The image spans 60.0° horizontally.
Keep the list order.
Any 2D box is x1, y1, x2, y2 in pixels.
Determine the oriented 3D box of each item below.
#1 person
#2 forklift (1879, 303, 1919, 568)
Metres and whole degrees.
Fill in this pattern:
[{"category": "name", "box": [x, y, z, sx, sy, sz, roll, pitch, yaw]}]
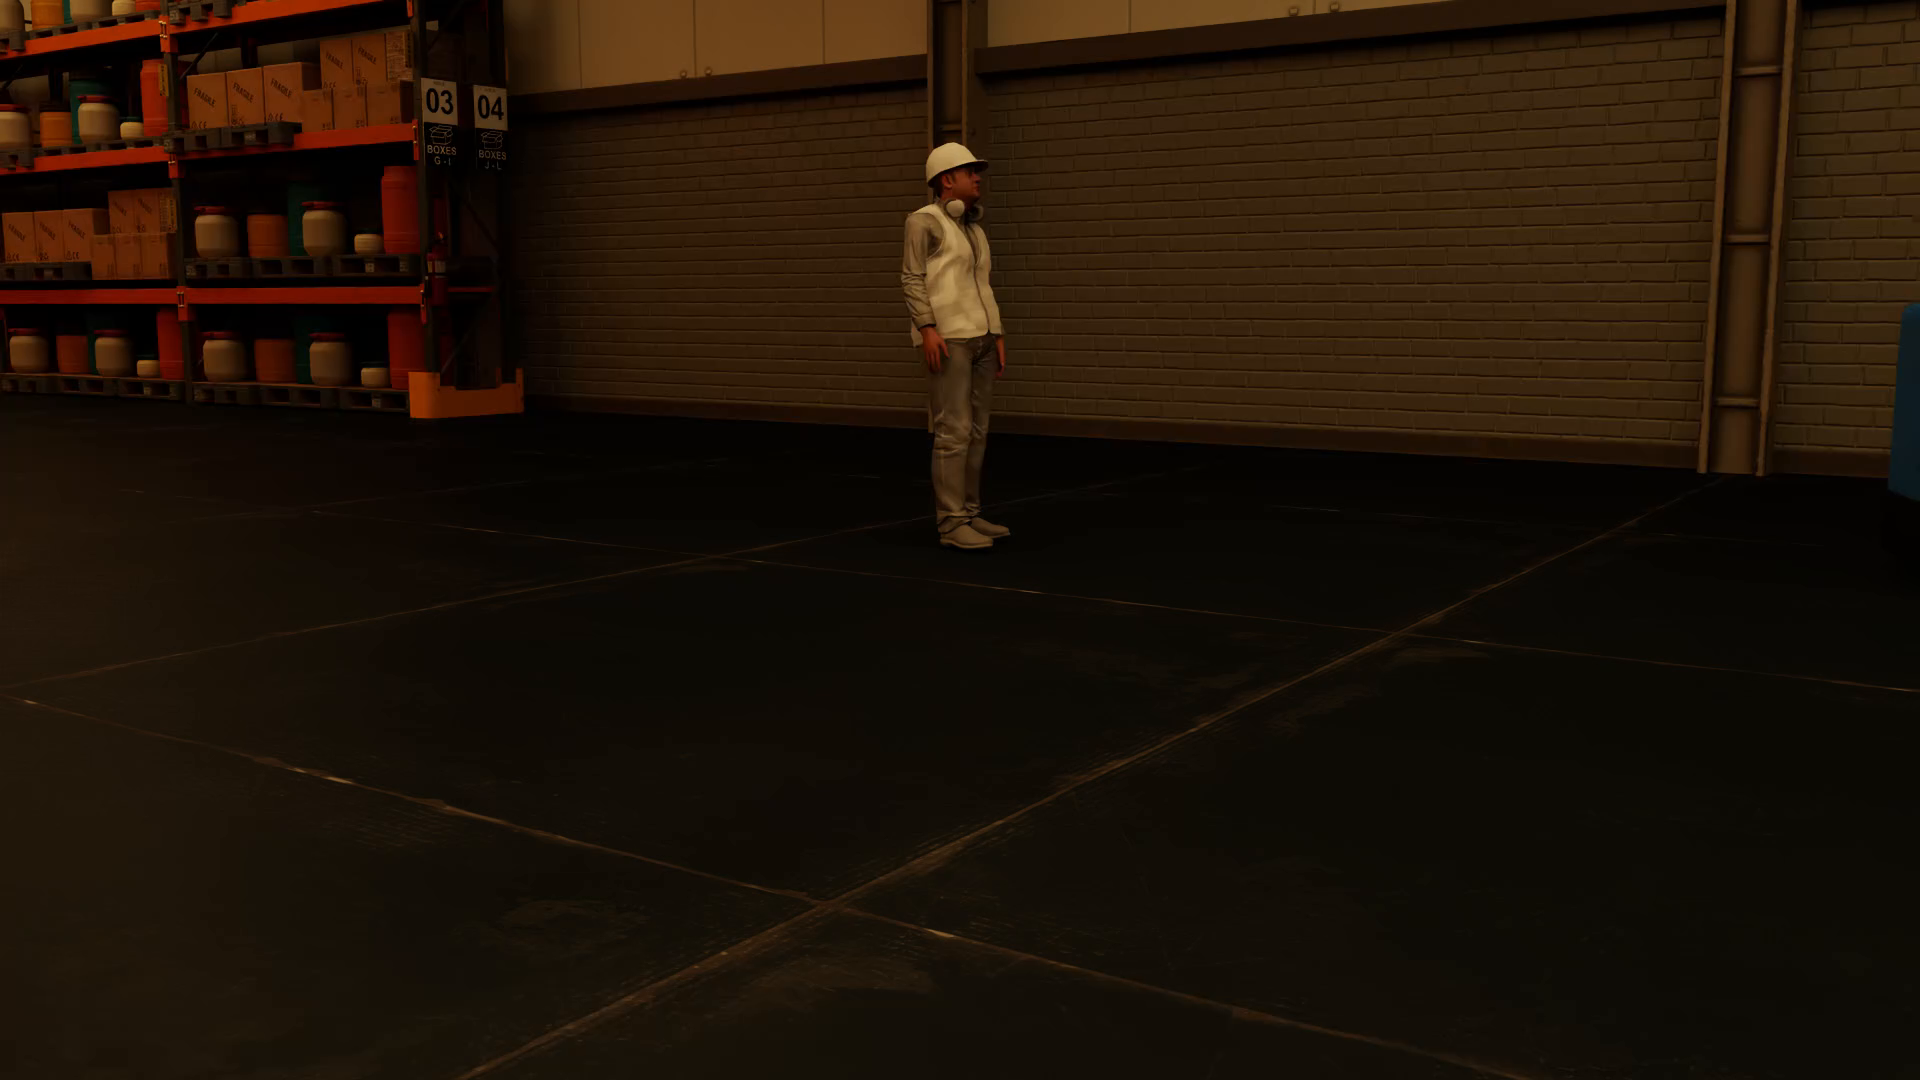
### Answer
[{"category": "person", "box": [0.047, -0.880, 7.437, 0.568, 1.773, 0.632, 5, 10, 34]}, {"category": "forklift", "box": [5.153, -1.235, 5.880, 3.031, 2.935, 1.130, 2, 8, 16]}]
